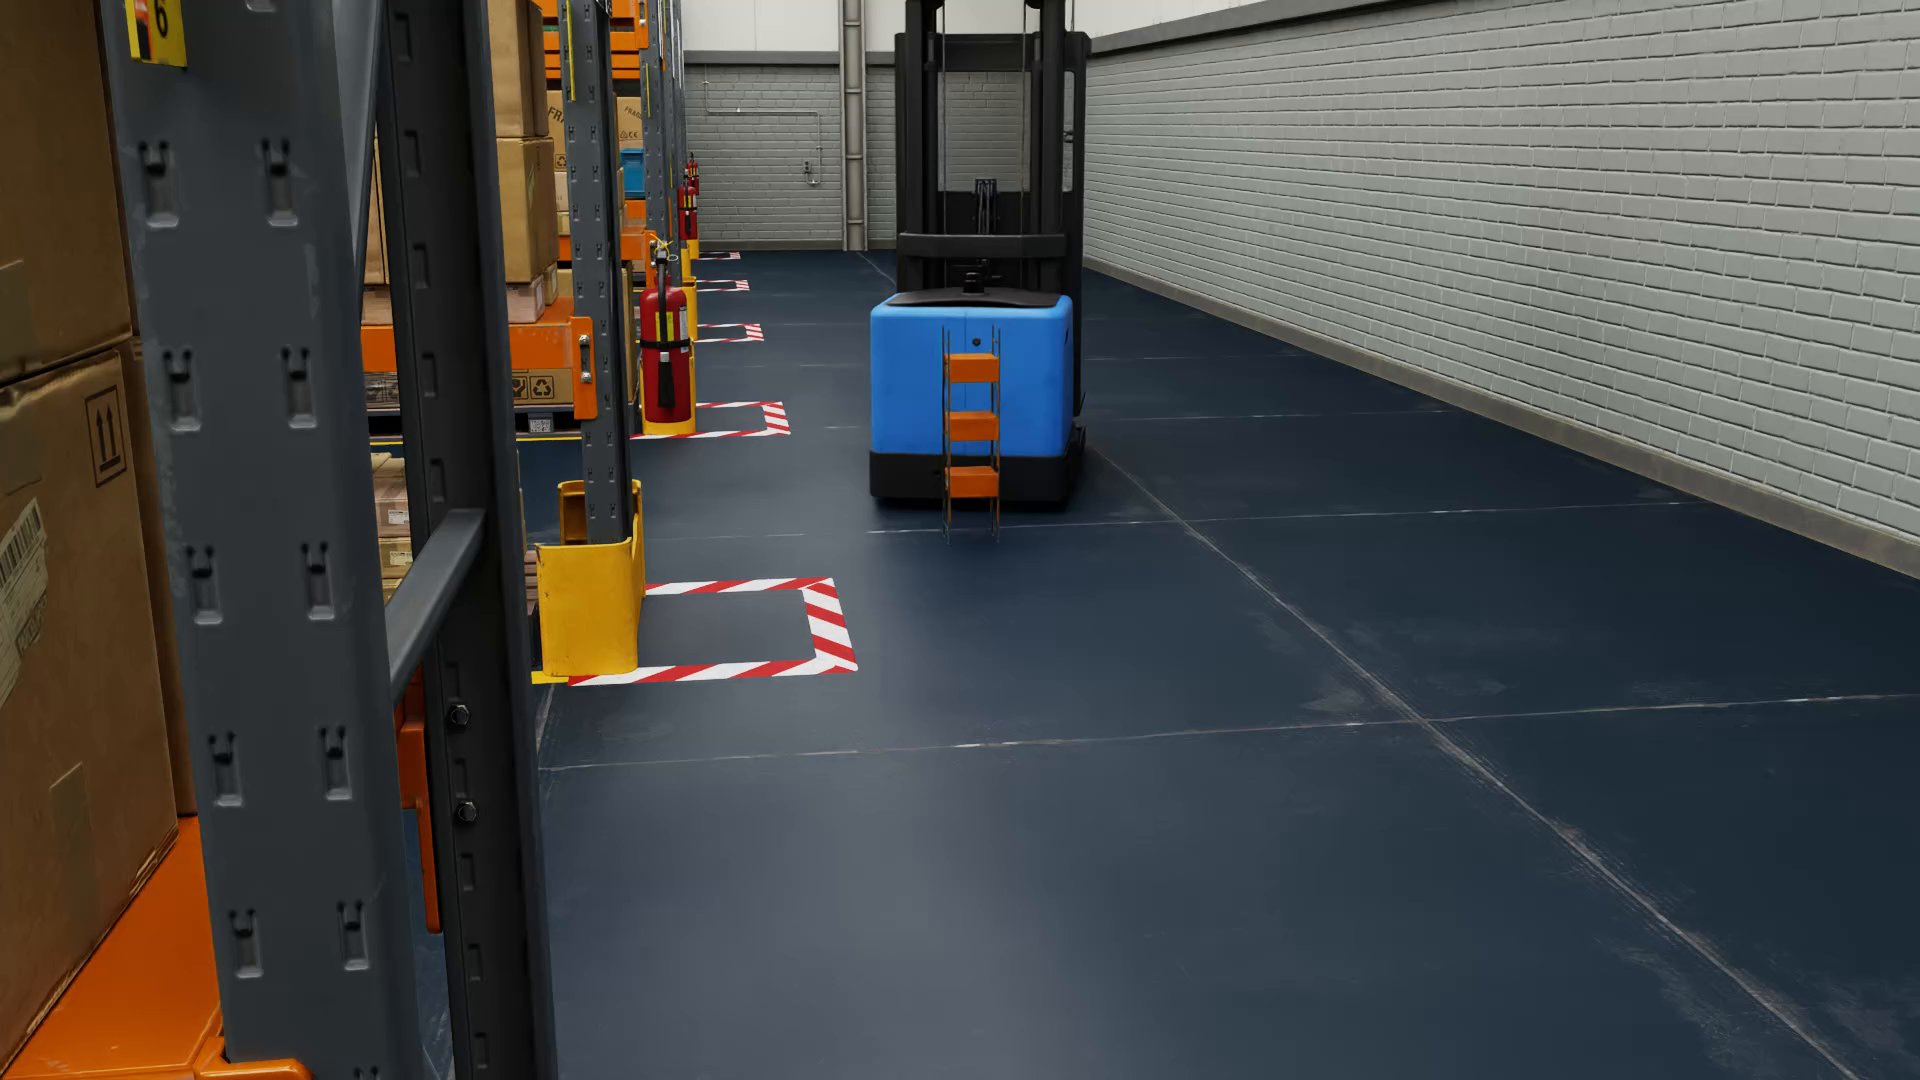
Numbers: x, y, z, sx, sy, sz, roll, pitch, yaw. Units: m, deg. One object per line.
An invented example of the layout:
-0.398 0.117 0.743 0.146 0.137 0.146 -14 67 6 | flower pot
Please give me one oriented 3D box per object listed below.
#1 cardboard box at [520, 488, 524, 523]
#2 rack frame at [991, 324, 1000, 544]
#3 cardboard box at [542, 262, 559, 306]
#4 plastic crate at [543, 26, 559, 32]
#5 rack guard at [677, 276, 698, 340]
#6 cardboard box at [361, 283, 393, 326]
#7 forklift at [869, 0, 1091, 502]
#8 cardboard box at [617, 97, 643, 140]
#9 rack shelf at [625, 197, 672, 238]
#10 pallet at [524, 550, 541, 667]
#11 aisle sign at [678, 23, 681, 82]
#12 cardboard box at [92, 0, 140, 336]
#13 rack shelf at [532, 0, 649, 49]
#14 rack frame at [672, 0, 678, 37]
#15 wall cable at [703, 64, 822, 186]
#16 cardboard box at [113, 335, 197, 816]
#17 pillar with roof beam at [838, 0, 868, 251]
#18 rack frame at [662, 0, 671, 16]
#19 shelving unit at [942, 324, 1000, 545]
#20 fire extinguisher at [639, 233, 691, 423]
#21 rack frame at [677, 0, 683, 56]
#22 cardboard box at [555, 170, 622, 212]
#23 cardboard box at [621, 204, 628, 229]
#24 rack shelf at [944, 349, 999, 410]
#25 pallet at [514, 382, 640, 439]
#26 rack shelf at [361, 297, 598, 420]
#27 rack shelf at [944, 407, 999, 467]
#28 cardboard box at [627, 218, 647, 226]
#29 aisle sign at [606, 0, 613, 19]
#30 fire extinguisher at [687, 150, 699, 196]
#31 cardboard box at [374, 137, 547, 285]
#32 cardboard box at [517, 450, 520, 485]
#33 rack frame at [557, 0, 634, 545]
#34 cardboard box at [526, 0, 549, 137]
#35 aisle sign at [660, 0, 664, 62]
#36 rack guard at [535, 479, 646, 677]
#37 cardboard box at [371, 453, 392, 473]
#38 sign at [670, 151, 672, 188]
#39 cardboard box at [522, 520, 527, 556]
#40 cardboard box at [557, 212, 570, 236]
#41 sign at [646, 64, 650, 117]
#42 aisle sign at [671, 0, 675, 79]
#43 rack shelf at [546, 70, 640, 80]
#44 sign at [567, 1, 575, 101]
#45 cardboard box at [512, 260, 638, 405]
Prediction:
-1.951 -0.100 6.838 0.250 0.149 0.380 -1 14 -6 | cardboard box
0.174 -0.516 8.119 0.008 1.050 0.200 -2 14 -8 | rack frame
-1.764 -1.037 6.706 0.250 0.149 0.380 -2 14 -9 | cardboard box
-3.704 -4.727 15.175 0.336 0.188 0.450 -2 14 -8 | plastic crate
-2.750 -2.271 16.251 0.348 0.500 1.175 -2 14 -8 | rack guard
-2.172 -0.877 6.070 0.250 0.149 0.380 -2 14 -9 | cardboard box
0.201 -1.930 9.891 1.130 2.935 3.031 2 14 6 | forklift
-3.905 -5.123 20.220 0.500 0.500 0.500 -2 14 -9 | cardboard box
-4.749 -3.058 15.729 4.000 0.370 1.077 -2 14 -8 | rack shelf
-2.278 0.285 6.653 1.213 0.211 1.003 -2 14 -8 | pallet
-3.482 -6.005 20.658 0.004 0.787 0.394 -2 14 -8 | aisle sign
-1.074 -0.489 1.745 0.500 0.500 0.500 -2 14 -10 | cardboard box
-4.011 -3.322 10.614 4.000 0.370 1.077 -2 14 -8 | rack shelf
-3.506 -7.581 19.953 0.127 3.000 1.000 -2 14 -8 | rack frame
-3.122 -6.630 26.402 1.851 1.984 0.084 -2 14 -8 | wall cable
-1.075 -0.005 1.869 0.500 0.500 0.500 -2 14 -9 | cardboard box
-1.065 -8.043 21.794 0.400 9.000 9.100 -2 14 -8 | pillar with roof beam
-2.772 -6.390 15.201 0.127 3.000 1.000 -2 14 -8 | rack frame
0.053 -0.511 8.102 0.252 1.050 0.215 -2 14 -8 | shelving unit
-1.077 -0.771 6.057 0.183 0.674 0.296 -2 14 -8 | fire extinguisher
-4.247 -8.773 24.703 0.127 3.000 1.000 -2 14 -8 | rack frame
-2.473 -2.279 10.838 0.500 0.250 0.500 -2 14 -9 | cardboard box
-2.434 -2.233 11.476 0.250 0.149 0.380 -2 14 -8 | cardboard box
0.053 -0.776 8.035 0.240 0.259 0.215 -2 14 -8 | rack shelf
-2.813 -0.888 11.329 1.213 0.211 1.003 -2 14 -8 | pallet
-3.372 -0.670 6.207 4.000 0.370 1.077 -2 14 -8 | rack shelf
0.053 -0.501 8.104 0.240 0.259 0.215 -2 14 -8 | rack shelf
-4.925 -4.805 25.489 0.500 0.500 0.700 -2 14 -8 | cardboard box
-1.367 -2.427 6.390 0.004 0.787 0.394 -2 14 -8 | aisle sign
-4.030 -5.539 25.067 0.183 0.674 0.296 -2 14 -8 | fire extinguisher
-1.801 -1.206 6.048 0.500 0.500 0.500 -2 14 -7 | cardboard box
-1.963 -0.264 6.882 0.250 0.149 0.380 -3 14 -11 | cardboard box
-1.395 -1.092 6.408 0.127 3.000 1.000 -2 14 -8 | rack frame
-1.878 -1.817 6.428 0.500 0.500 0.500 -2 14 -9 | cardboard box
-2.007 -3.624 11.162 0.004 0.787 0.394 -2 14 -8 | aisle sign
-1.470 0.124 6.701 0.348 0.500 1.175 -2 14 -8 | rack guard
-2.486 -0.247 6.813 0.250 0.149 0.380 -2 14 -8 | cardboard box
-2.674 -3.427 15.386 0.005 0.325 0.100 -2 14 -8 | sign
-1.961 0.029 6.935 0.250 0.149 0.380 -2 14 -7 | cardboard box
-2.594 -2.065 10.804 0.250 0.149 0.380 -2 14 -8 | cardboard box
-1.967 -2.834 10.488 0.005 0.325 0.100 -2 14 -8 | sign
-2.745 -4.815 15.910 0.004 0.787 0.394 -2 14 -8 | aisle sign
-6.225 -6.896 24.867 4.000 0.370 1.077 -2 14 -8 | rack shelf
-1.332 -1.672 5.694 0.005 0.325 0.100 -2 14 -8 | sign
-2.655 -1.419 11.218 0.875 0.875 0.875 -2 14 -8 | cardboard box
